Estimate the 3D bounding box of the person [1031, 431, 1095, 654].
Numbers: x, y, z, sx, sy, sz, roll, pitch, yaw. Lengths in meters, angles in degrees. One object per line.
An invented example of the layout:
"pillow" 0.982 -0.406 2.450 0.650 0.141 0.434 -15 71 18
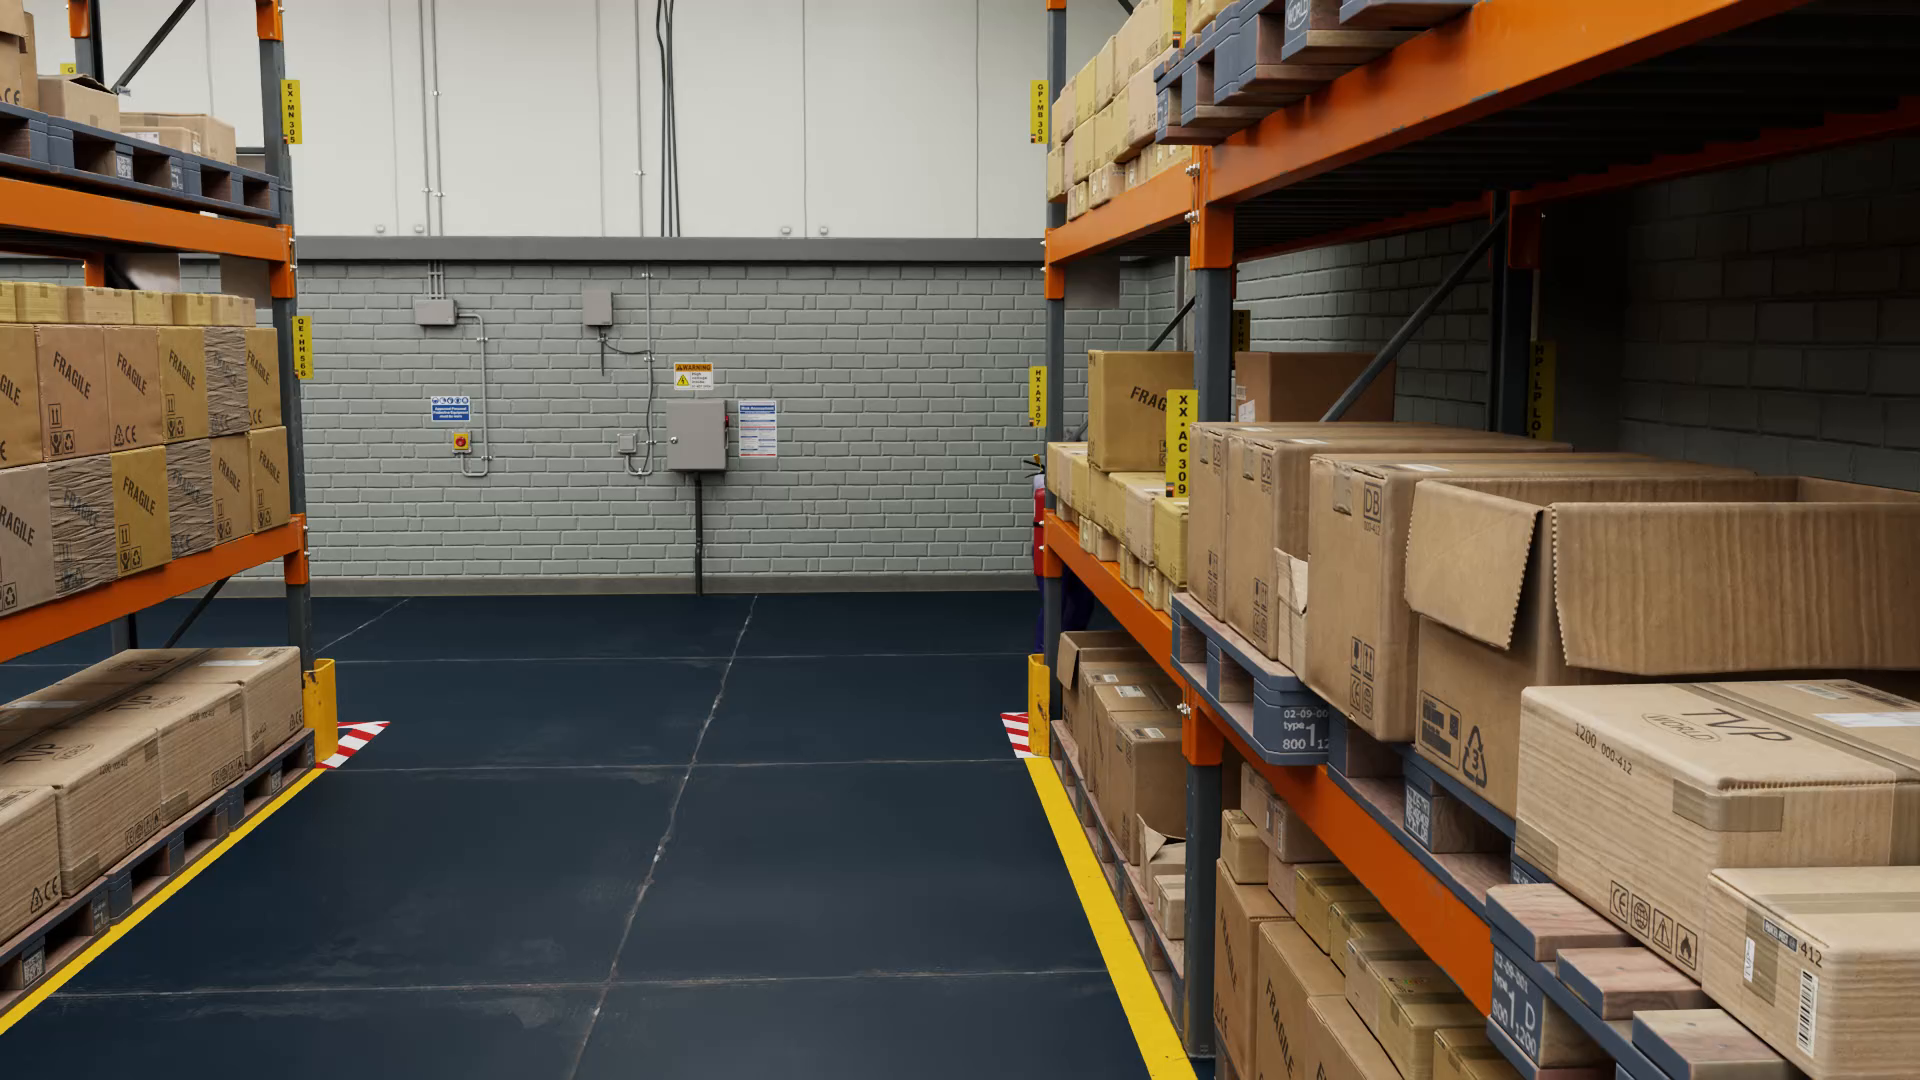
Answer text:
"person" 0.709 0.092 11.199 0.476 1.629 0.339 -7 10 -43
